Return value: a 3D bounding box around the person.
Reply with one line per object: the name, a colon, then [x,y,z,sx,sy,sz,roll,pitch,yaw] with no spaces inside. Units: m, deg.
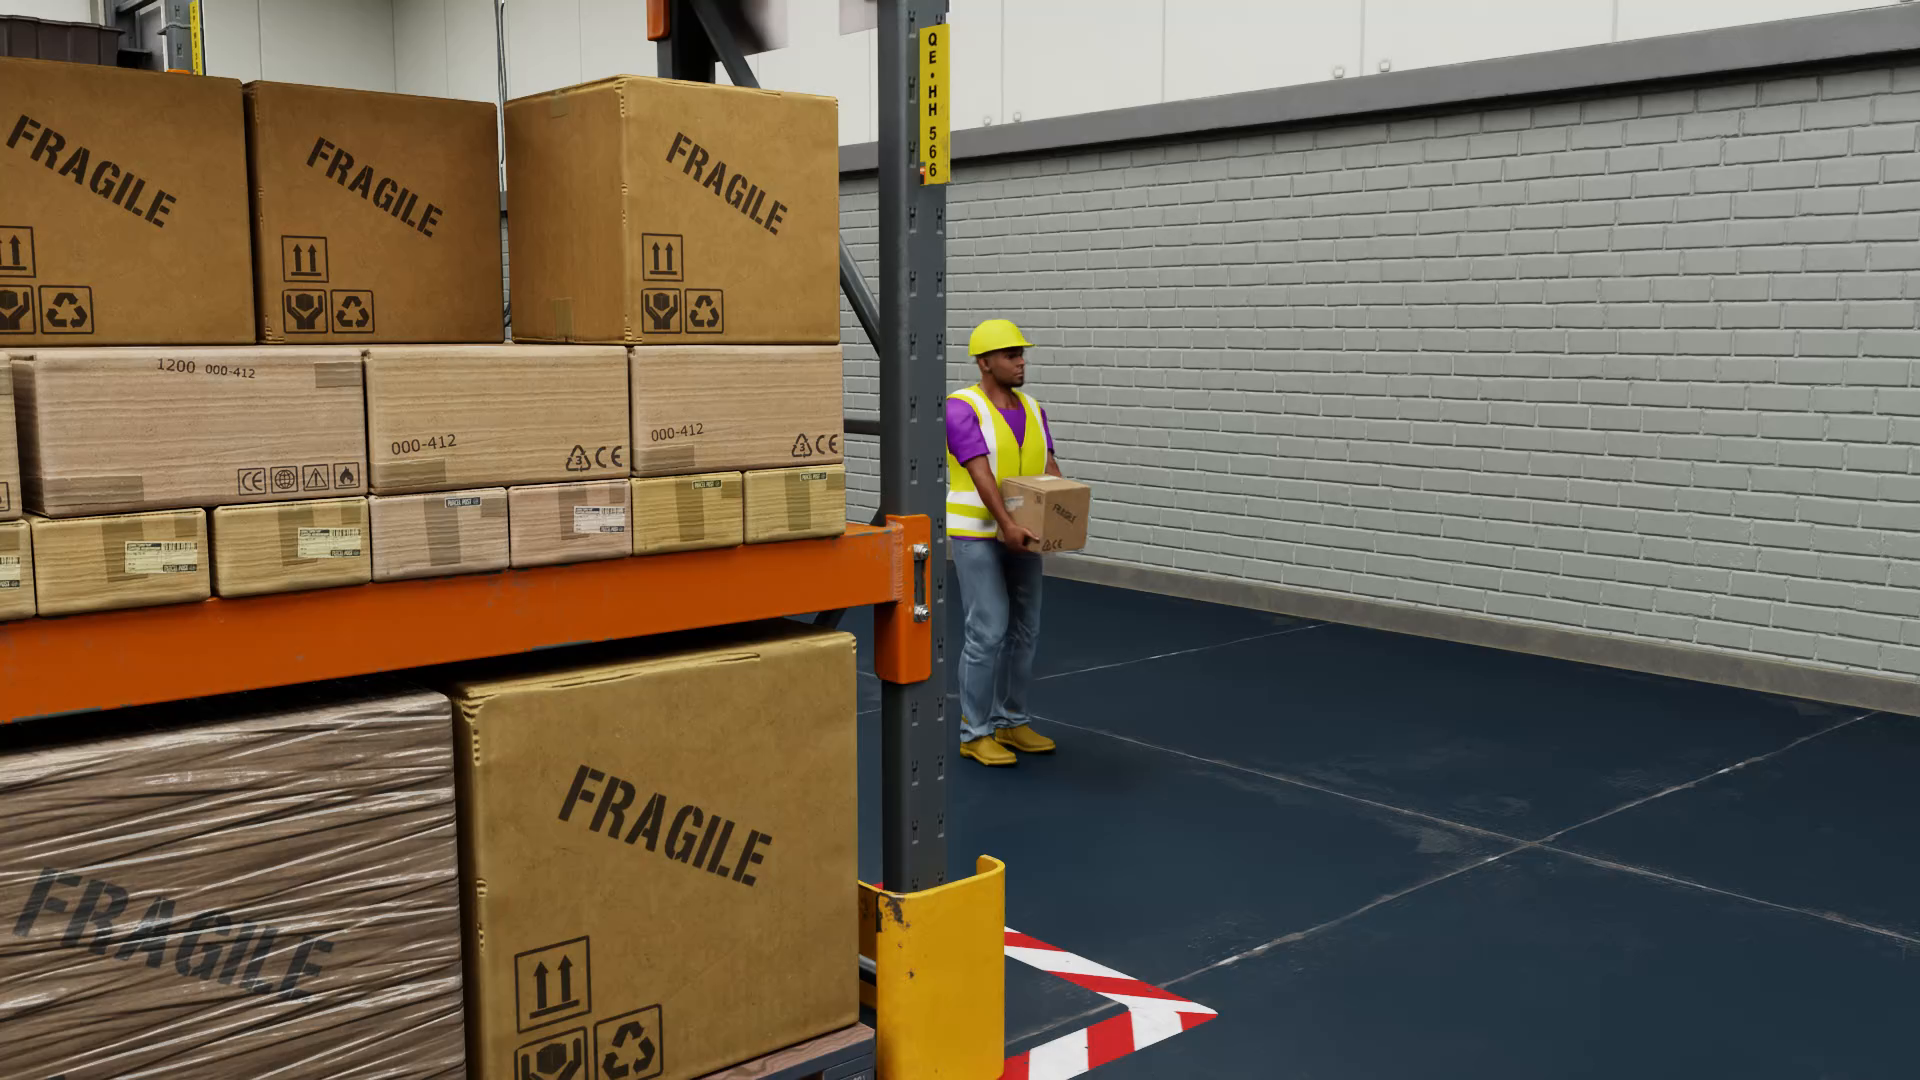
person: [0.223,0.005,6.657,0.505,1.763,0.567,-6,10,-41]
